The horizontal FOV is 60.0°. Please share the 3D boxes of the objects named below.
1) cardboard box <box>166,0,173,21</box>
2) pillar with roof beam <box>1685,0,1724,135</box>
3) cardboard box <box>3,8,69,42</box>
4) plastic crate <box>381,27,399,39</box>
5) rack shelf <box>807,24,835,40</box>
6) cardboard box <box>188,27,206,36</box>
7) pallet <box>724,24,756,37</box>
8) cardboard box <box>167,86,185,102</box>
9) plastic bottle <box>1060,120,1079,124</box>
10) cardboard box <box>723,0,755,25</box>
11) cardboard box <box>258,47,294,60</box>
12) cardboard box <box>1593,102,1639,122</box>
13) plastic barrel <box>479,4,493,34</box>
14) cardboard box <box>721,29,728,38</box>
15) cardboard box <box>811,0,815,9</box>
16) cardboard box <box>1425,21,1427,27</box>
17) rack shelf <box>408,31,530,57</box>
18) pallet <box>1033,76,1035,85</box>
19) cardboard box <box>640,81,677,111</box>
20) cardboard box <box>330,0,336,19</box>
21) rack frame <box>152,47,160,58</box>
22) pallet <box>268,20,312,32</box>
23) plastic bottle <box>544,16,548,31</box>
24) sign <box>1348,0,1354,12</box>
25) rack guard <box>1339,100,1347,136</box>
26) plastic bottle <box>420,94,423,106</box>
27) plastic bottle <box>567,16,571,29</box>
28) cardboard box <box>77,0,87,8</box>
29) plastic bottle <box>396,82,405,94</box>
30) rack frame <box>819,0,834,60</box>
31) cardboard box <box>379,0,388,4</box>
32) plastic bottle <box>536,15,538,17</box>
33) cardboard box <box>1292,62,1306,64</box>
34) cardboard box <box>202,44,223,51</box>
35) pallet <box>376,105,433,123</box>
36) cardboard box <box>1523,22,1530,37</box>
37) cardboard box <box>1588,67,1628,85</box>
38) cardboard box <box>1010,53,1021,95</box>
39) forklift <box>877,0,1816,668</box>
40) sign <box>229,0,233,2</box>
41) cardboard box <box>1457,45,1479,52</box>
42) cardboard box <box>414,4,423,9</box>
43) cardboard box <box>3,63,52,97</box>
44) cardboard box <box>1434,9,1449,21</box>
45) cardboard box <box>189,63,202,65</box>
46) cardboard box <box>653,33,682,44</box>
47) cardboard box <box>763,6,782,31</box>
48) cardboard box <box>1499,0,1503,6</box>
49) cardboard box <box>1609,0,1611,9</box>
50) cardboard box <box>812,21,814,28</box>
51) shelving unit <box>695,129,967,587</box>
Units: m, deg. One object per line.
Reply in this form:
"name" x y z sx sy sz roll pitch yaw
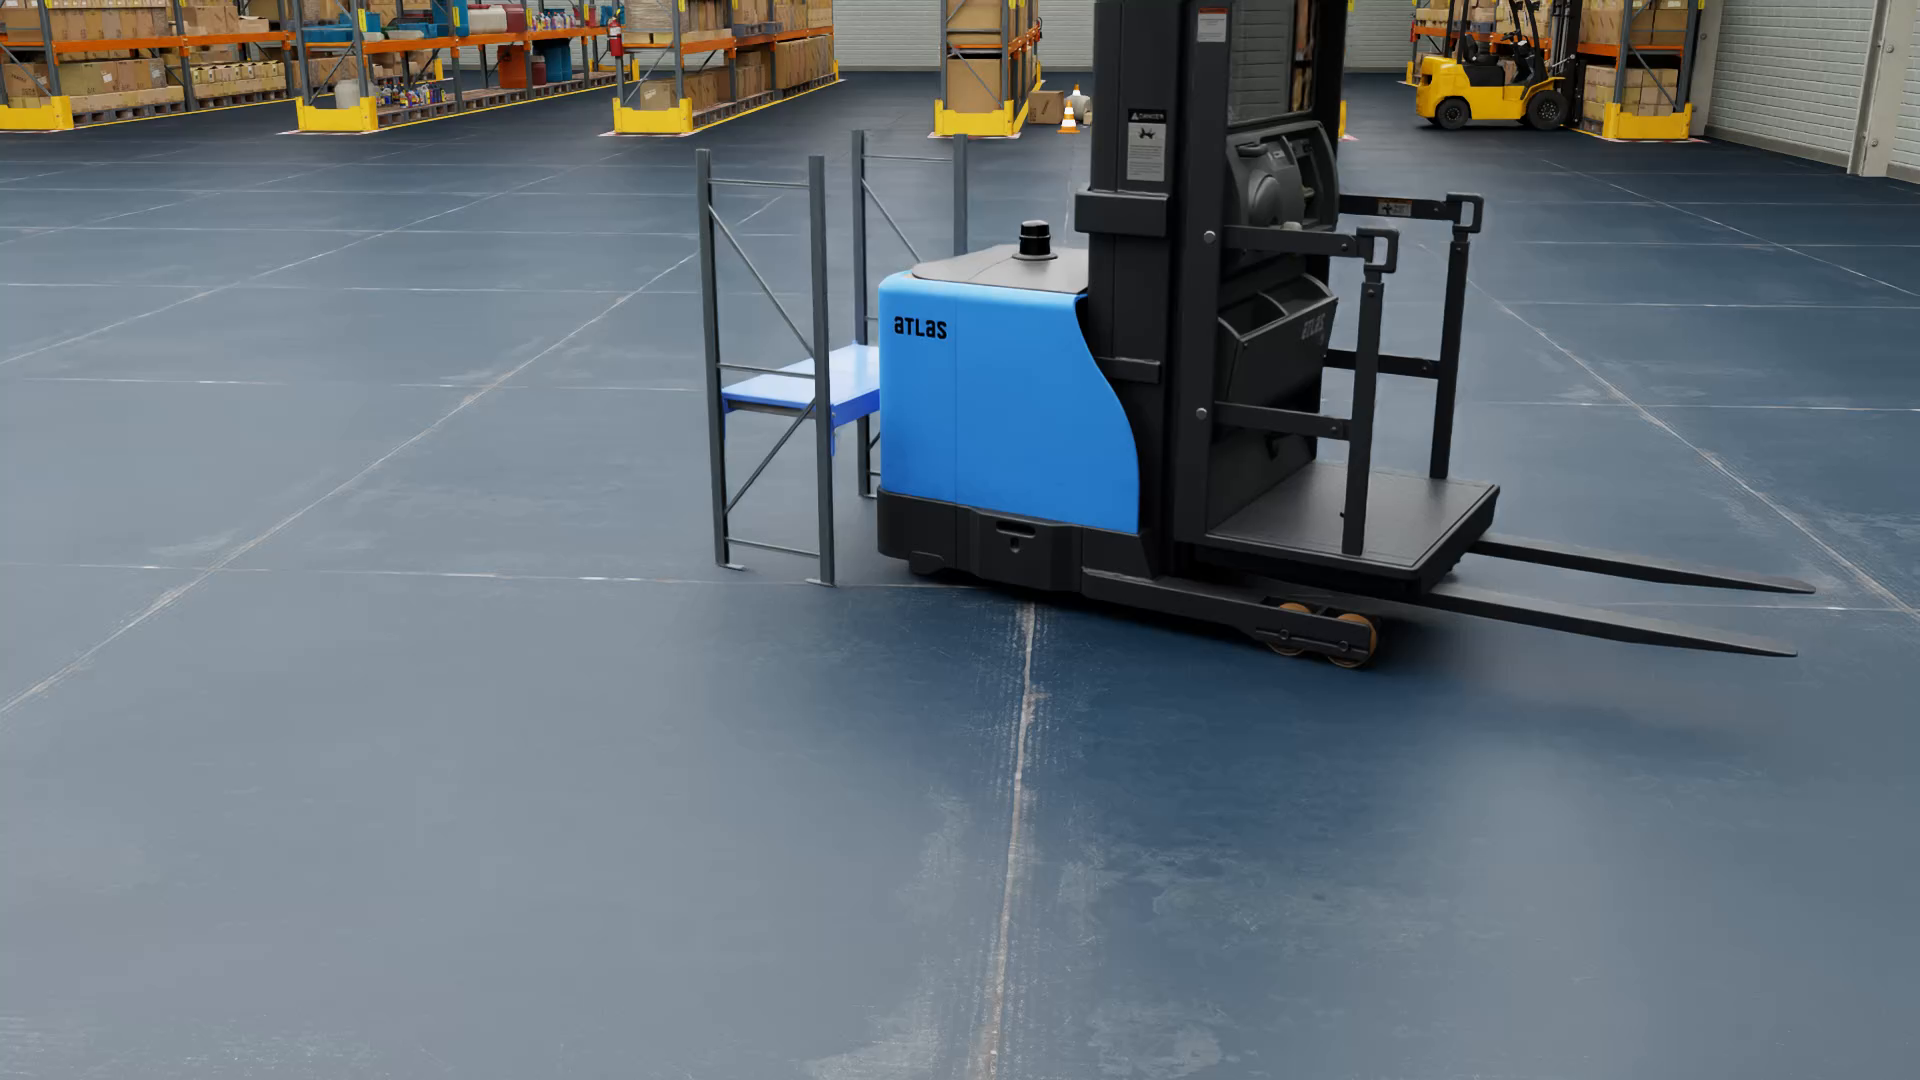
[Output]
"cardboard box" -18.631 -12.071 37.962 0.980 0.700 0.700 2 18 5
"pillar with roof beam" 6.766 -10.513 24.057 9.100 9.000 0.400 1 18 4
"cardboard box" -14.559 -8.116 26.213 0.700 0.500 0.500 1 18 4
"plastic crate" -9.757 -8.538 28.003 0.450 0.188 0.662 1 18 4
"rack shelf" -3.721 -11.707 38.491 1.077 0.370 4.000 1 18 4
"cardboard box" -14.051 -9.317 30.444 0.380 0.149 0.250 1 18 4
"pallet" -4.238 -9.087 29.645 1.003 0.211 1.213 1 18 4
"cardboard box" -14.133 -7.910 29.487 0.500 0.250 0.500 1 18 4
"plastic bottle" 1.793 -6.814 27.120 0.283 0.061 0.133 -5 19 -15
"cardboard box" -4.241 -9.672 29.485 1.000 1.000 1.000 1 18 4
"cardboard box" -14.199 -10.099 34.530 0.500 0.250 0.500 2 18 6
"cardboard box" 9.830 -6.416 24.929 0.500 0.250 0.500 1 18 4
"plastic barrel" -9.007 -9.773 31.214 0.433 0.535 0.433 0 18 0
"cardboard box" -4.187 -8.673 28.479 0.380 0.149 0.250 1 18 4
"cardboard box" -3.532 -12.150 37.246 0.500 0.500 0.500 1 18 4
"cardboard box" 10.926 -11.885 38.280 0.380 0.149 0.250 2 18 6
"rack shelf" -9.234 -9.333 31.245 1.077 0.370 4.000 1 18 4
"pallet" 1.264 -10.928 39.435 1.003 0.211 1.213 1 18 4
"cardboard box" -4.663 -6.907 26.023 0.500 0.500 0.500 5 19 14
"cardboard box" -13.988 -11.540 35.990 0.700 0.500 0.500 4 19 13
"rack frame" -18.686 -11.760 37.495 1.000 3.000 0.127 1 18 4
"pallet" -14.053 -10.529 34.047 1.213 0.211 1.003 1 18 4
"plastic bottle" -8.609 -10.726 34.527 0.061 0.283 0.133 1 18 4
"sign" 5.701 -7.879 24.262 0.100 0.325 0.005 1 18 4
"rack guard" 5.166 -6.316 24.895 1.175 0.500 0.348 1 18 4
"plastic bottle" -9.170 -7.479 28.219 0.097 0.201 0.097 0 18 0
"plastic bottle" -8.536 -11.237 36.098 0.152 0.276 0.135 1 18 4
"cardboard box" -14.306 -8.634 26.754 0.380 0.149 0.250 1 18 3
"plastic bottle" -9.706 -7.760 28.835 0.144 0.351 0.185 1 18 4
"rack frame" -3.577 -12.671 40.274 1.000 3.000 0.127 1 18 4
"cardboard box" -13.394 -12.473 37.907 0.500 0.500 0.500 1 18 2
"plastic bottle" -9.266 -11.338 36.394 0.061 0.283 0.133 1 18 4
"cardboard box" 5.602 -7.465 26.926 0.500 0.500 0.500 2 18 7
"cardboard box" -18.194 -11.979 40.463 0.380 0.149 0.250 2 18 5
"pallet" -9.552 -7.141 27.879 1.003 0.211 1.213 1 18 4
"cardboard box" 10.270 -9.014 29.355 0.500 0.250 0.500 1 18 4
"cardboard box" 9.864 -7.047 25.248 0.500 0.250 0.500 2 18 5
"cardboard box" 0.596 -8.716 31.143 1.050 0.750 0.750 2 18 5
"forklift" 1.231 -1.182 5.322 3.031 2.935 1.130 10 21 29
"sign" -14.573 -10.930 33.230 0.100 0.325 0.005 1 18 4
"cardboard box" 10.710 -10.371 35.078 0.380 0.149 0.250 0 18 1
"cardboard box" -13.252 -12.634 40.002 0.500 0.500 0.500 1 18 4
"cardboard box" -14.863 -7.346 26.562 0.500 0.500 0.500 1 18 4
"cardboard box" 10.835 -11.642 36.897 0.500 0.250 0.500 1 18 4
"cardboard box" -14.466 -8.930 31.700 0.500 0.311 0.500 1 18 3
"cardboard box" -4.466 -7.665 25.402 0.380 0.149 0.250 1 18 4
"cardboard box" -3.845 -10.378 33.118 0.500 0.500 0.500 2 18 6
"cardboard box" 10.368 -10.118 31.283 0.380 0.149 0.250 2 18 6
"cardboard box" 9.925 -7.999 24.816 0.380 0.149 0.250 2 18 5
"cardboard box" -3.474 -11.557 37.278 0.380 0.149 0.250 2 18 6
"shelving unit" -0.437 -0.725 6.226 0.538 1.500 1.048 9 20 26
